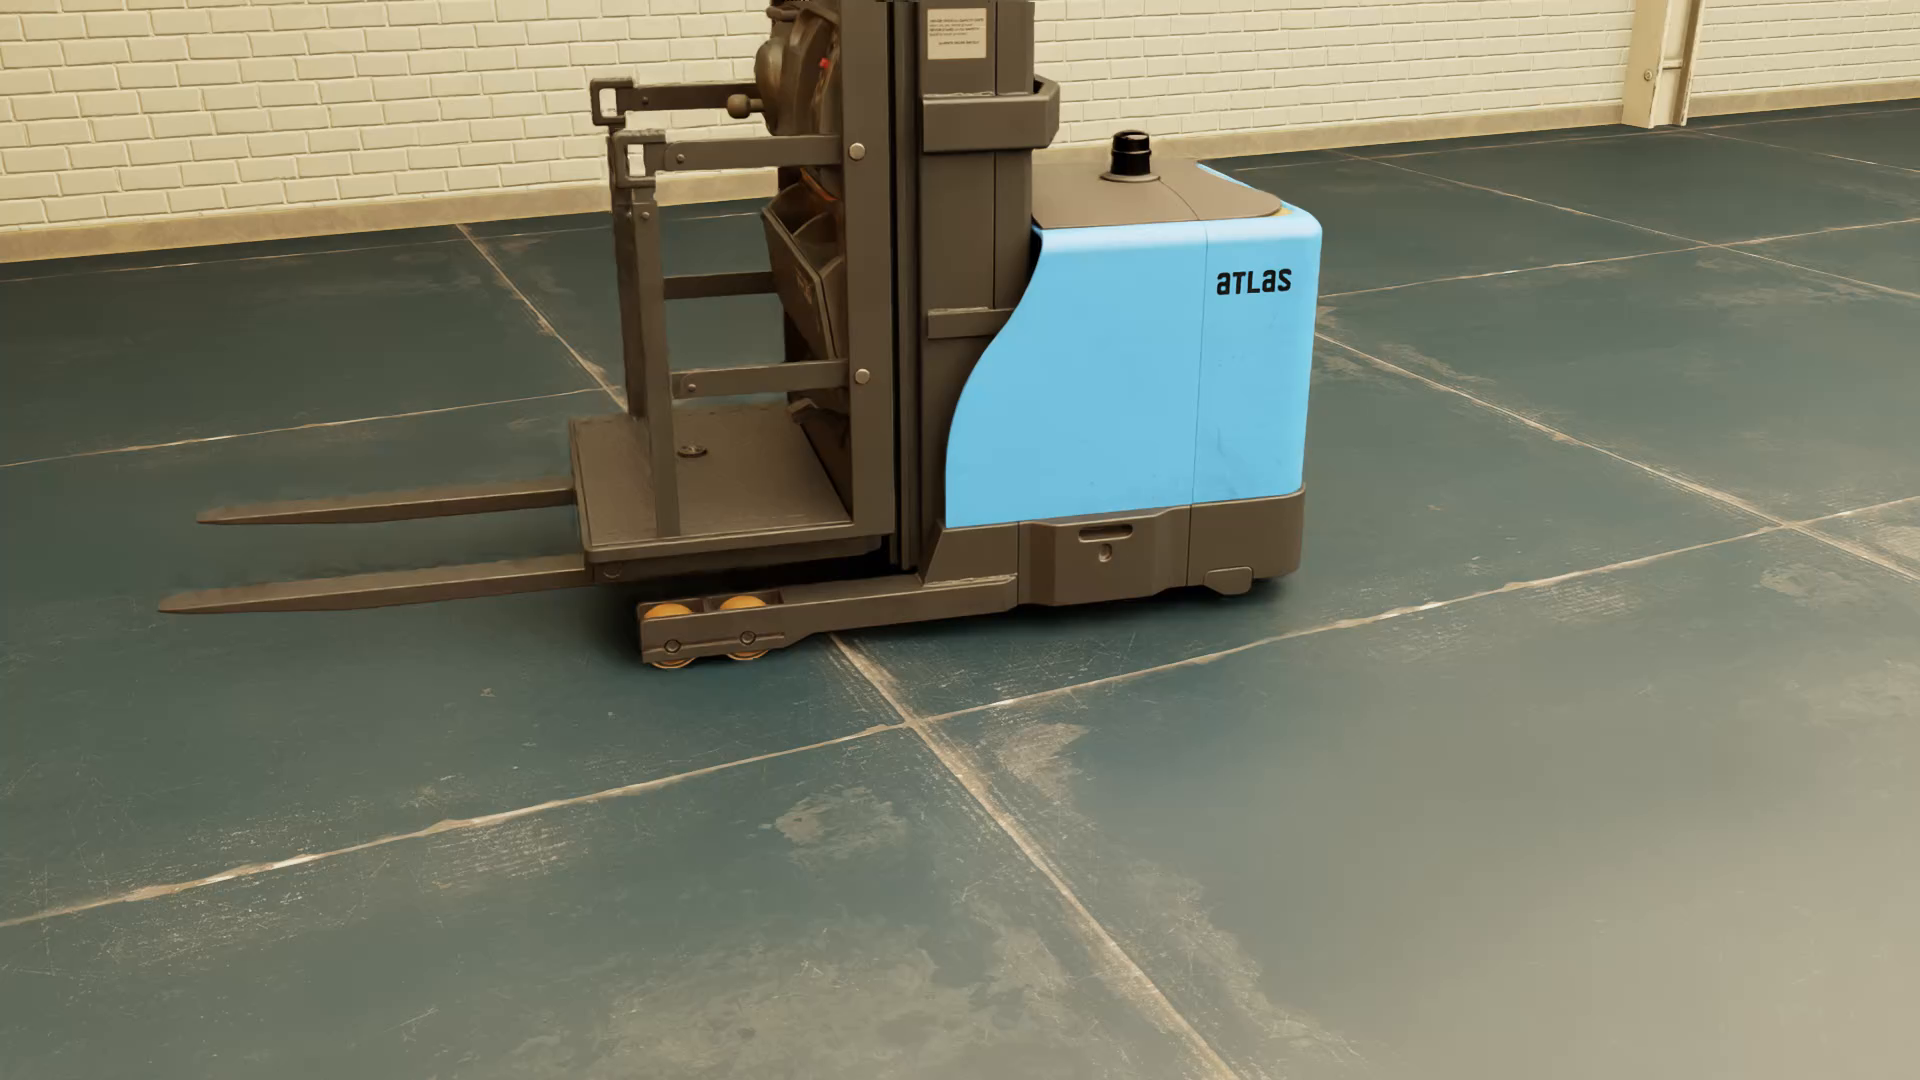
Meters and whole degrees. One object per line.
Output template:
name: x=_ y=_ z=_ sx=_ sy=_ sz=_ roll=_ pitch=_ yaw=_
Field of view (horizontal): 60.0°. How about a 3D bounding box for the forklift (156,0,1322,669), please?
forklift: x=-0.604 y=-1.243 z=4.279 sx=3.031 sy=2.935 sz=1.130 roll=-6 pitch=23 yaw=-13
